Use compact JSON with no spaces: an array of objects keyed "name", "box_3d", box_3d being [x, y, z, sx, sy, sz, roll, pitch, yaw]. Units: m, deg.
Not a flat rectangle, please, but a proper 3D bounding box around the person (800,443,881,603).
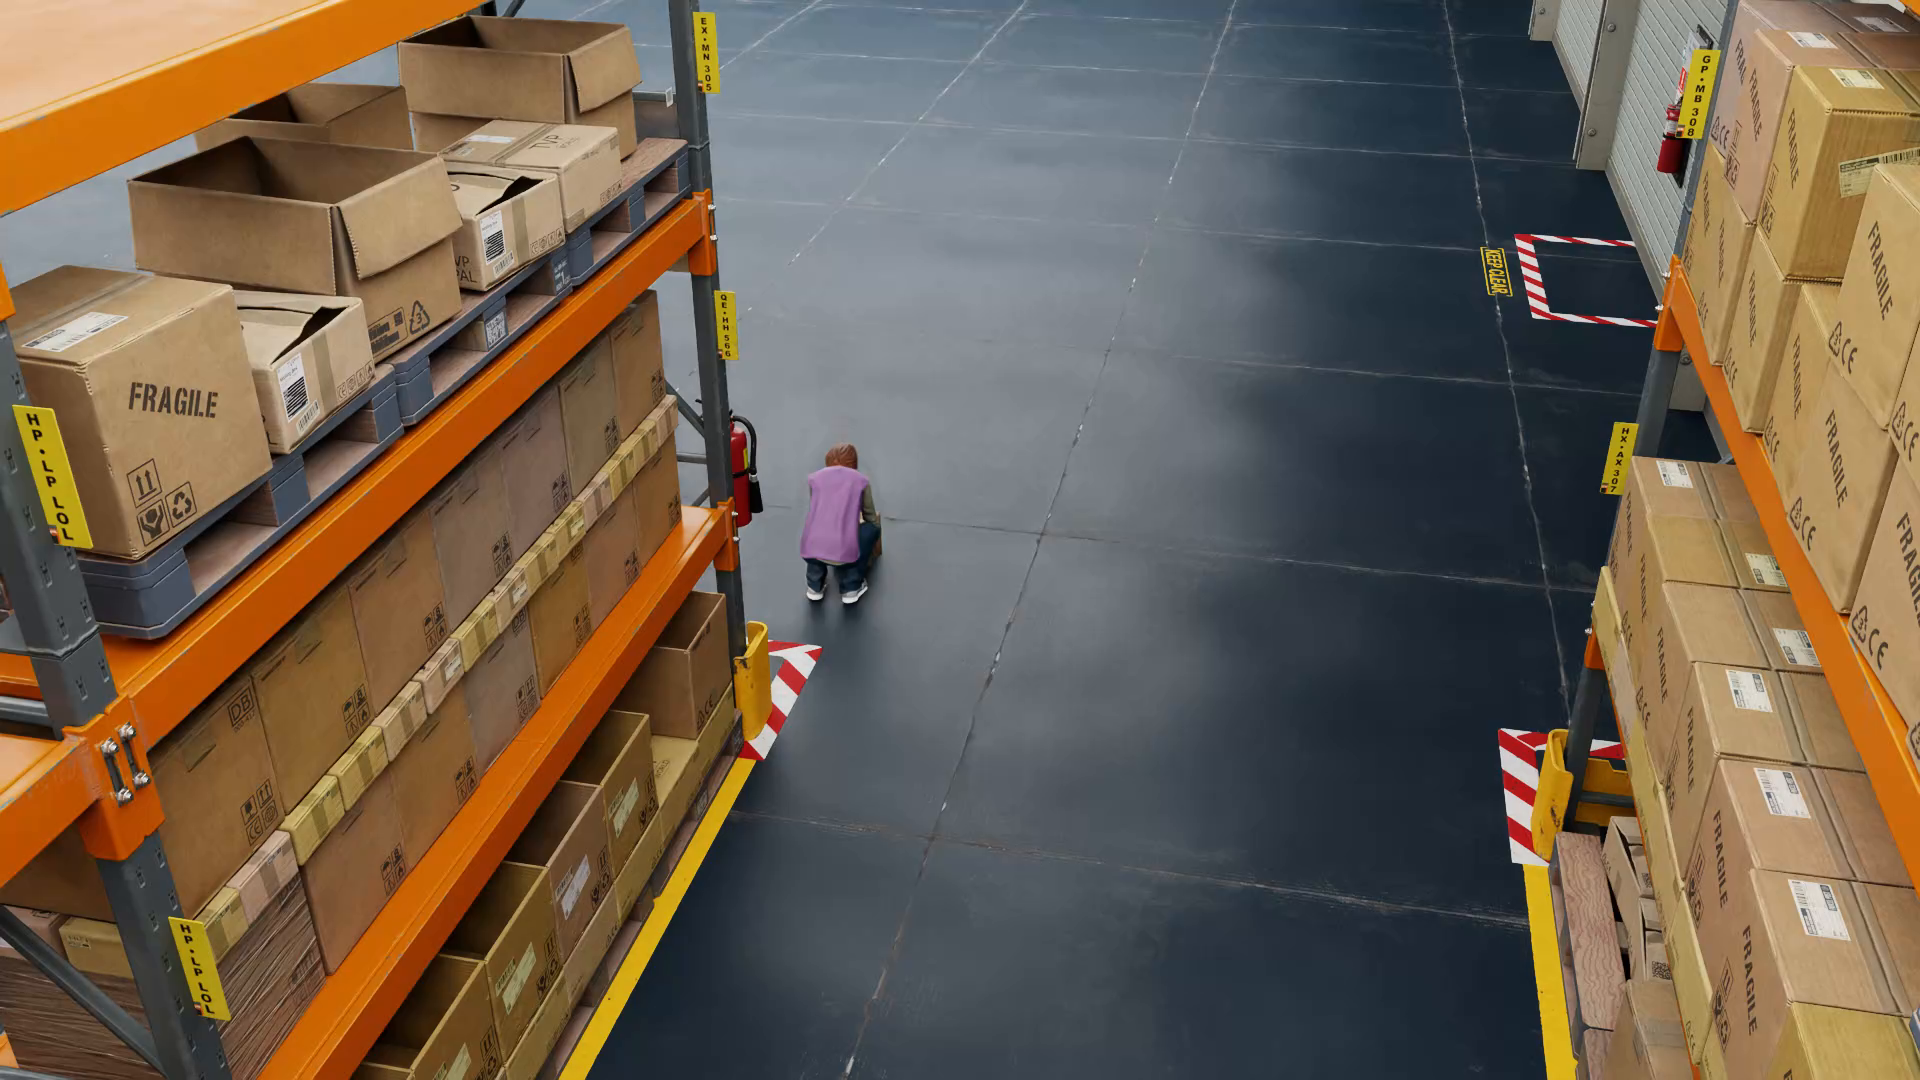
[{"name":"person","box_3d":[-0.701,-0.075,9.636,0.437,0.769,0.808,6,30,11]}]
